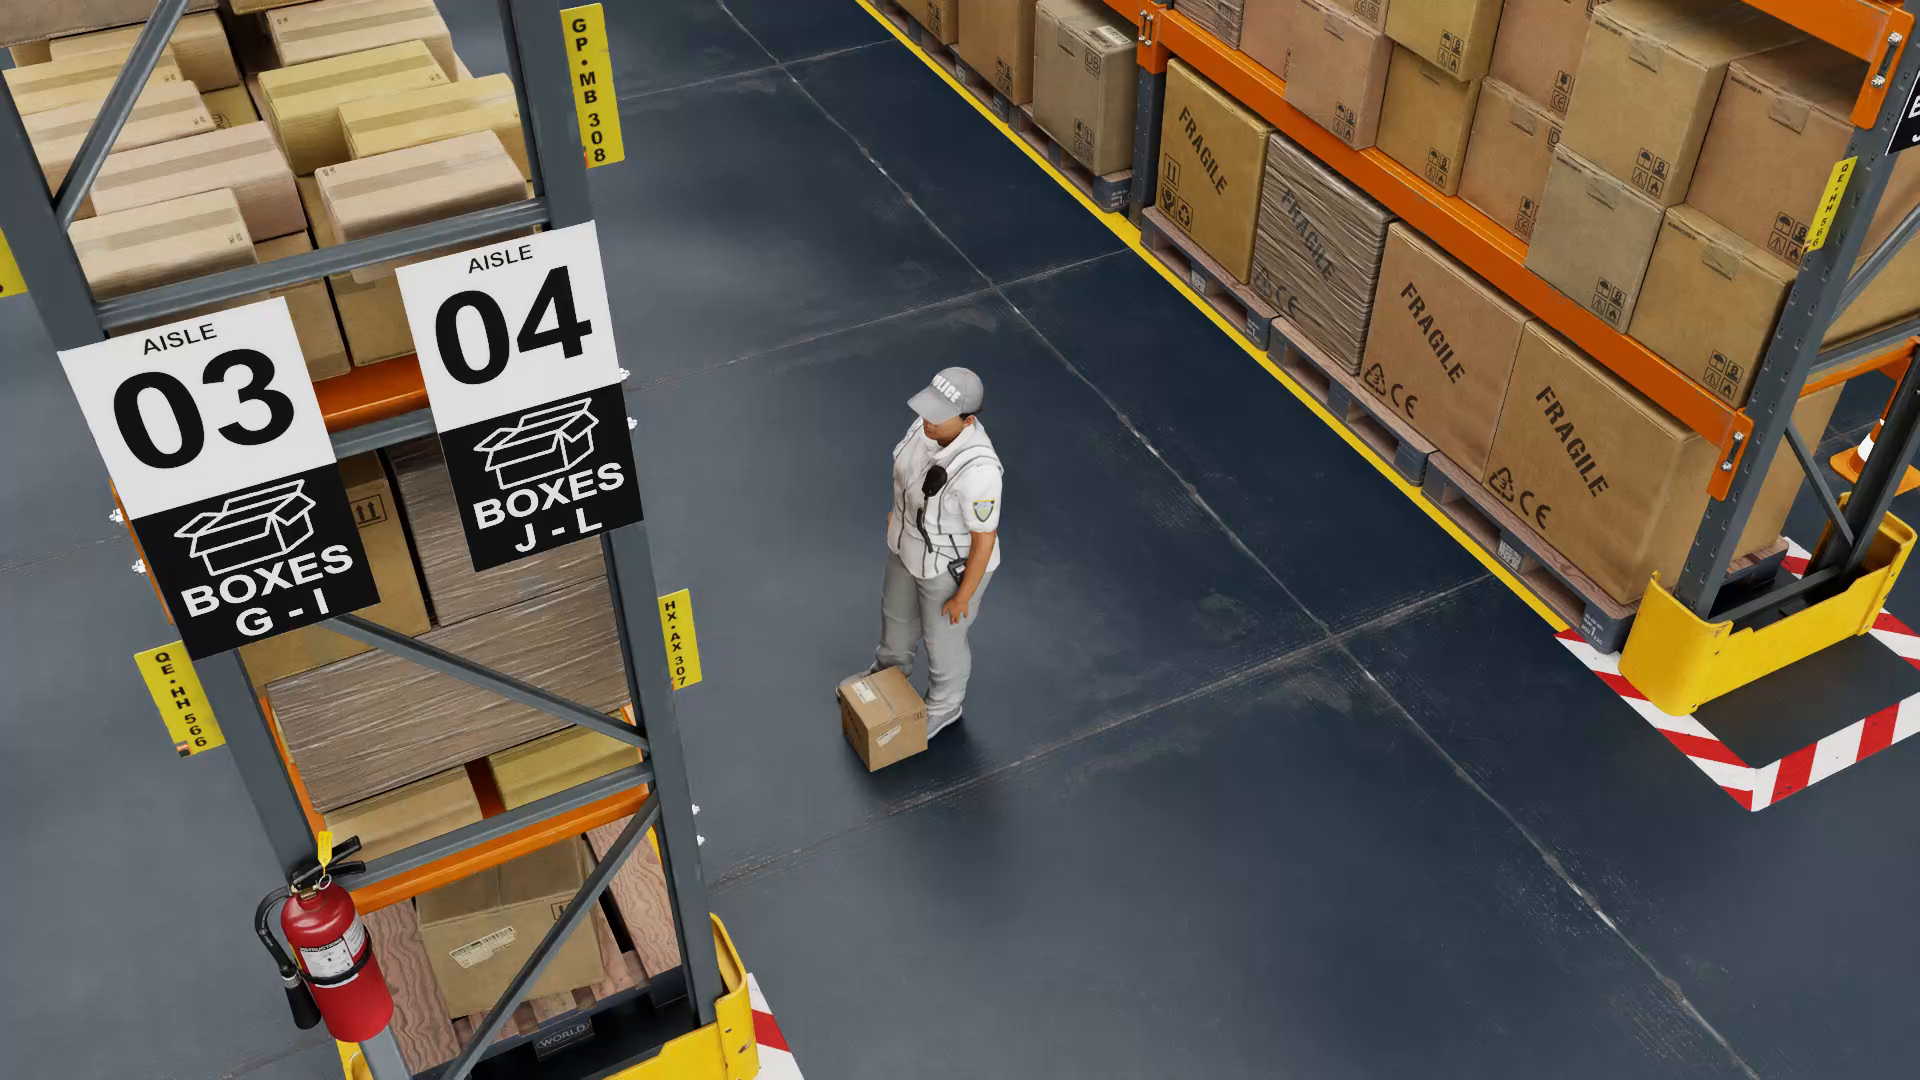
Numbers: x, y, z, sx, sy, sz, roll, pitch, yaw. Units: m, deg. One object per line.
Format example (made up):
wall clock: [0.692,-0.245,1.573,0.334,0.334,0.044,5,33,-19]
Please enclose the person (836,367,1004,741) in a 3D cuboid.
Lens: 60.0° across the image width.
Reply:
person: [-0.151,0.071,6.059,0.524,1.671,0.599,-19,45,-20]
